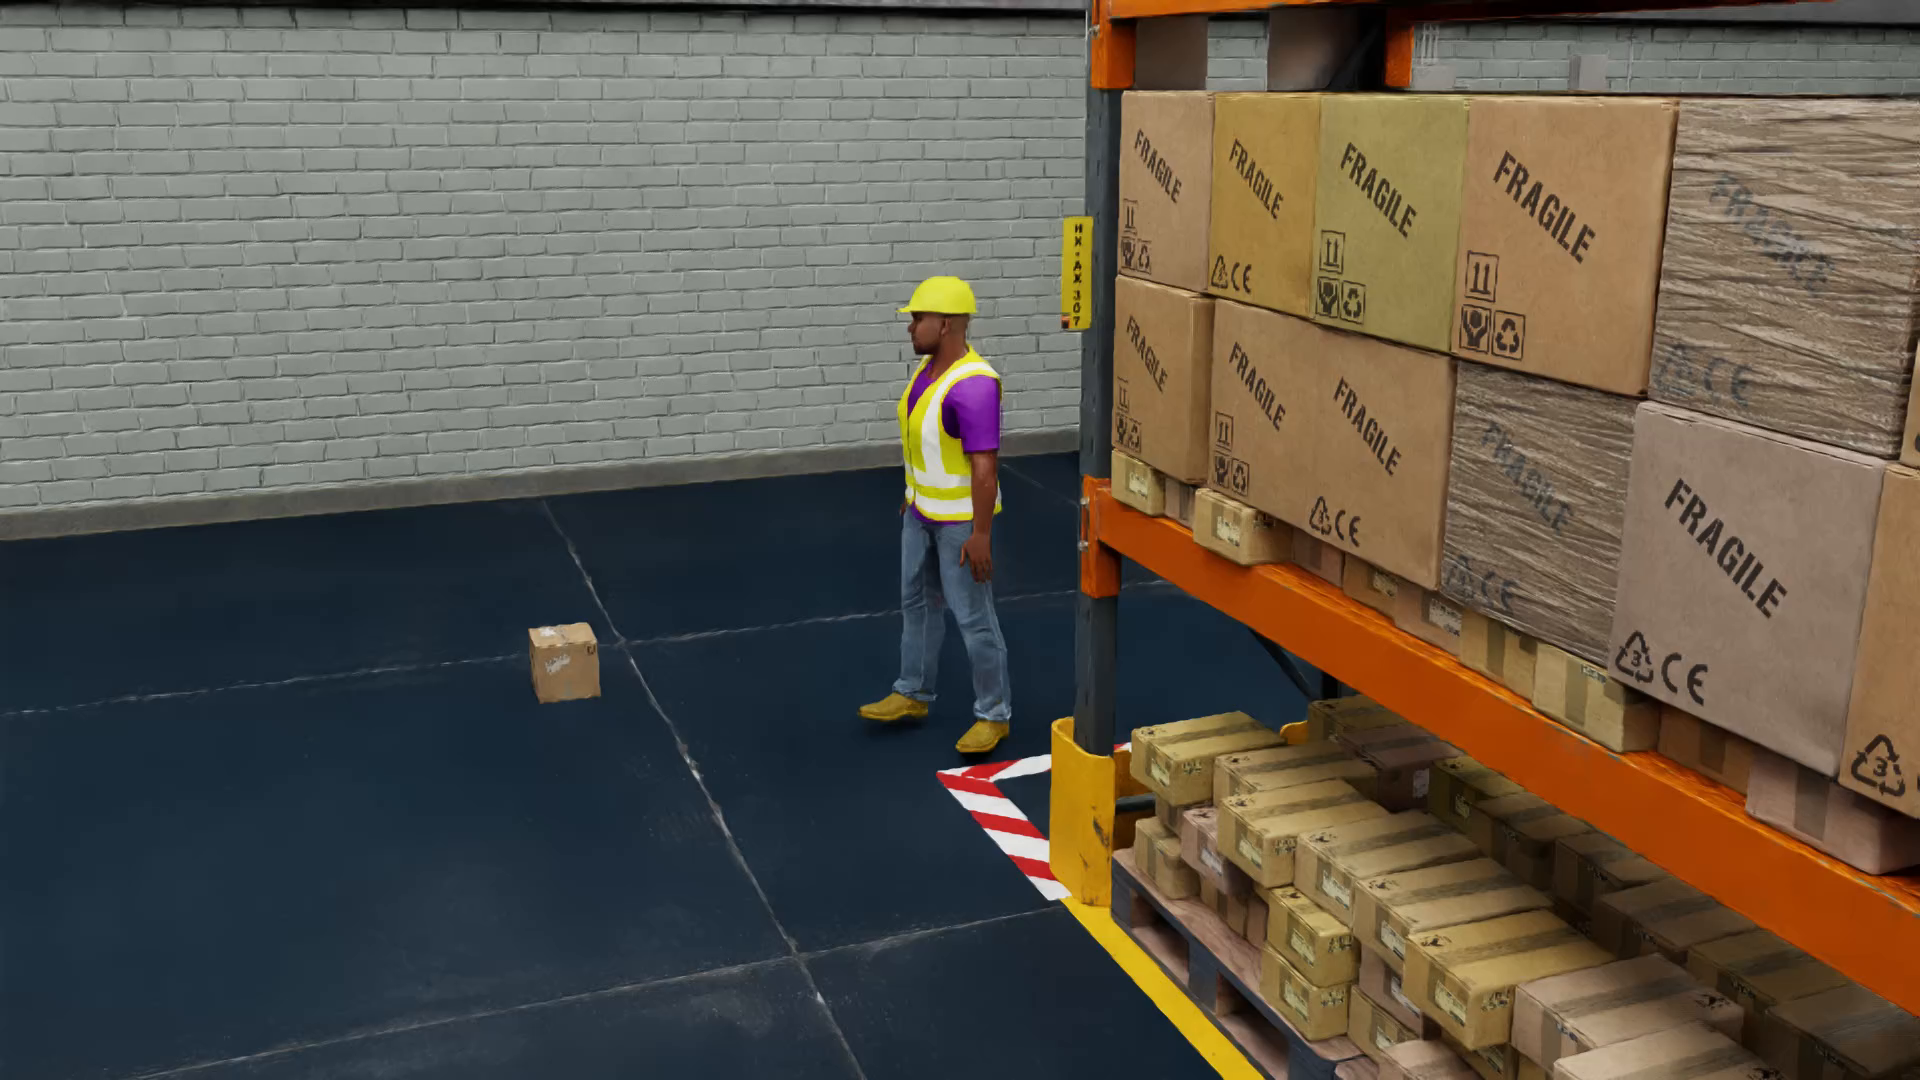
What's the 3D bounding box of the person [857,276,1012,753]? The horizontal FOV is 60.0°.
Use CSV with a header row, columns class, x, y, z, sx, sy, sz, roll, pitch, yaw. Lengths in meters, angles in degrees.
class,x,y,z,sx,sy,sz,roll,pitch,yaw
person,-0.102,-0.107,6.257,0.528,1.766,0.764,-7,17,-24
